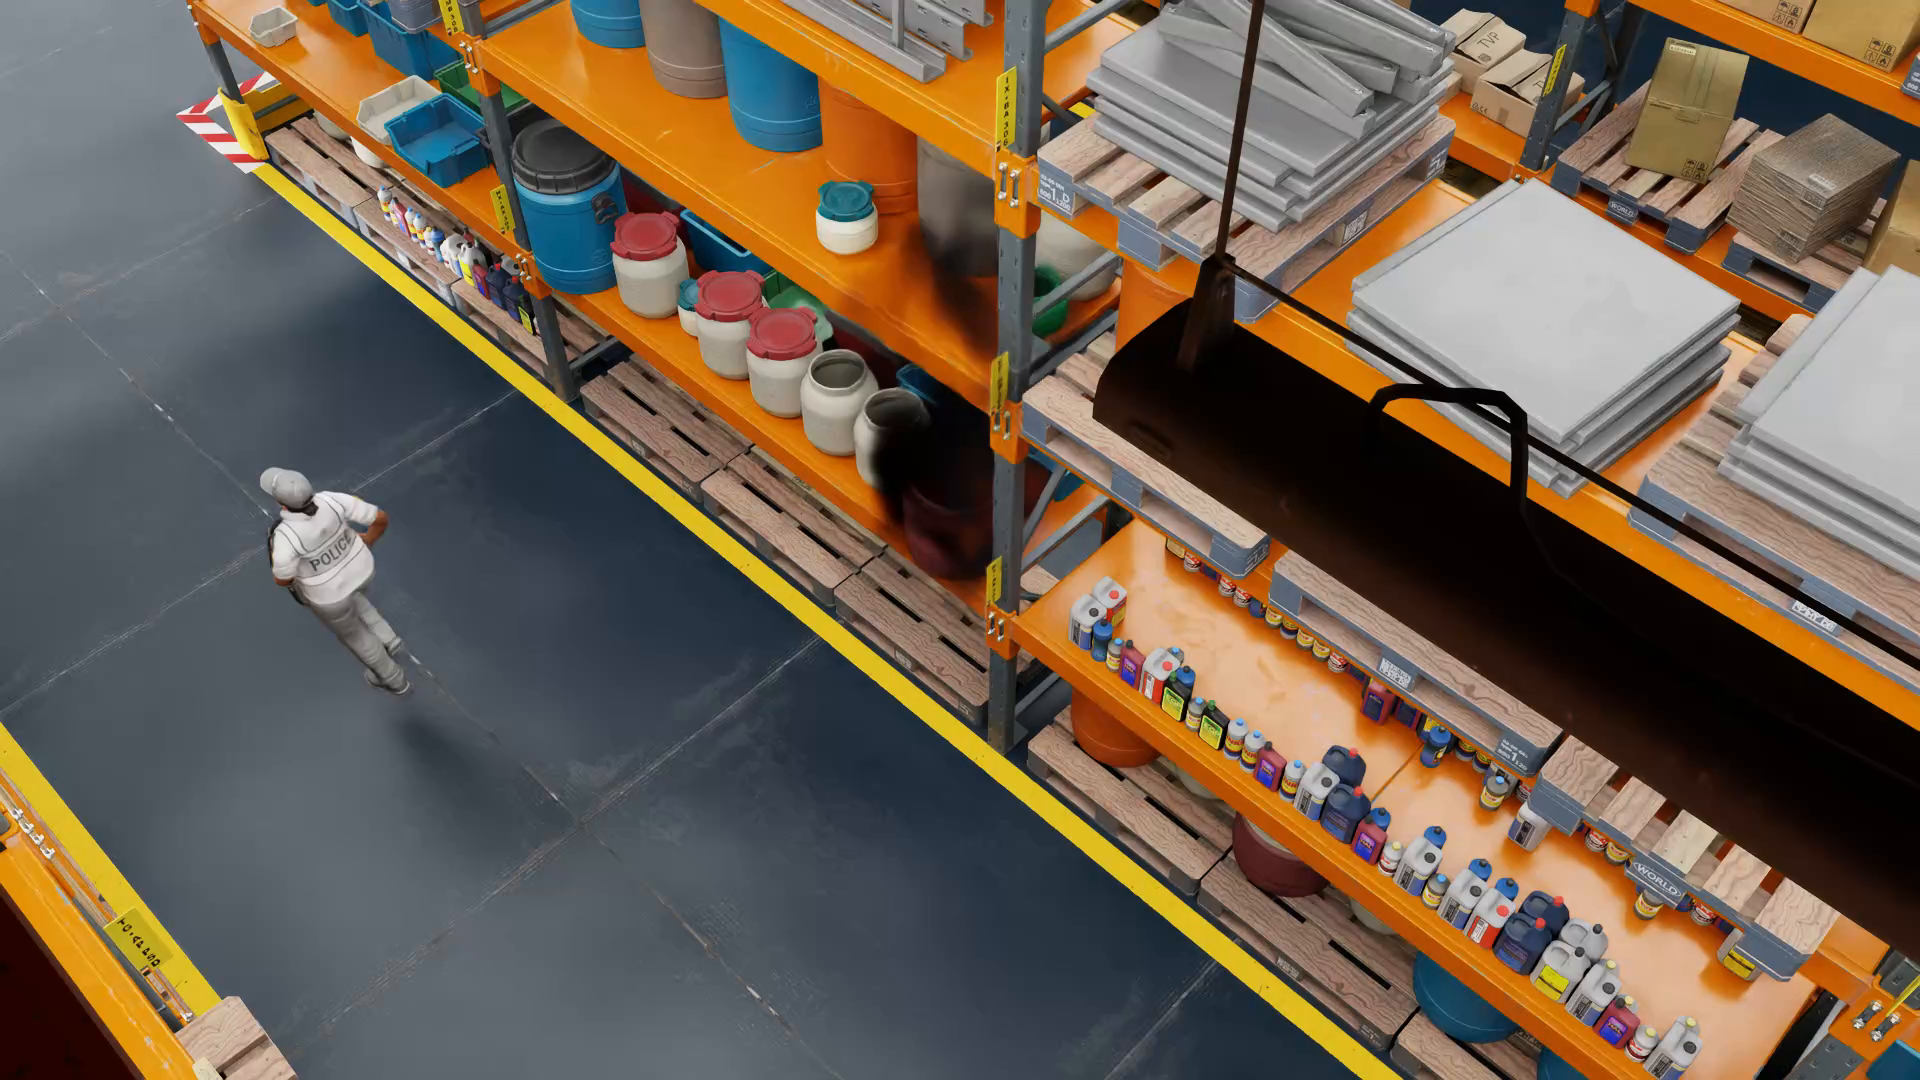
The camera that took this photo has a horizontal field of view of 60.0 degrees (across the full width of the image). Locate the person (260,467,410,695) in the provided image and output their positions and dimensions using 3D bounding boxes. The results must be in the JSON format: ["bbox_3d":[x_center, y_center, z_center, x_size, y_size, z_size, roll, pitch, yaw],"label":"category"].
[{"bbox_3d":[-3.328,0.196,8.798,0.618,1.700,0.585,22,53,17],"label":"person"}]
